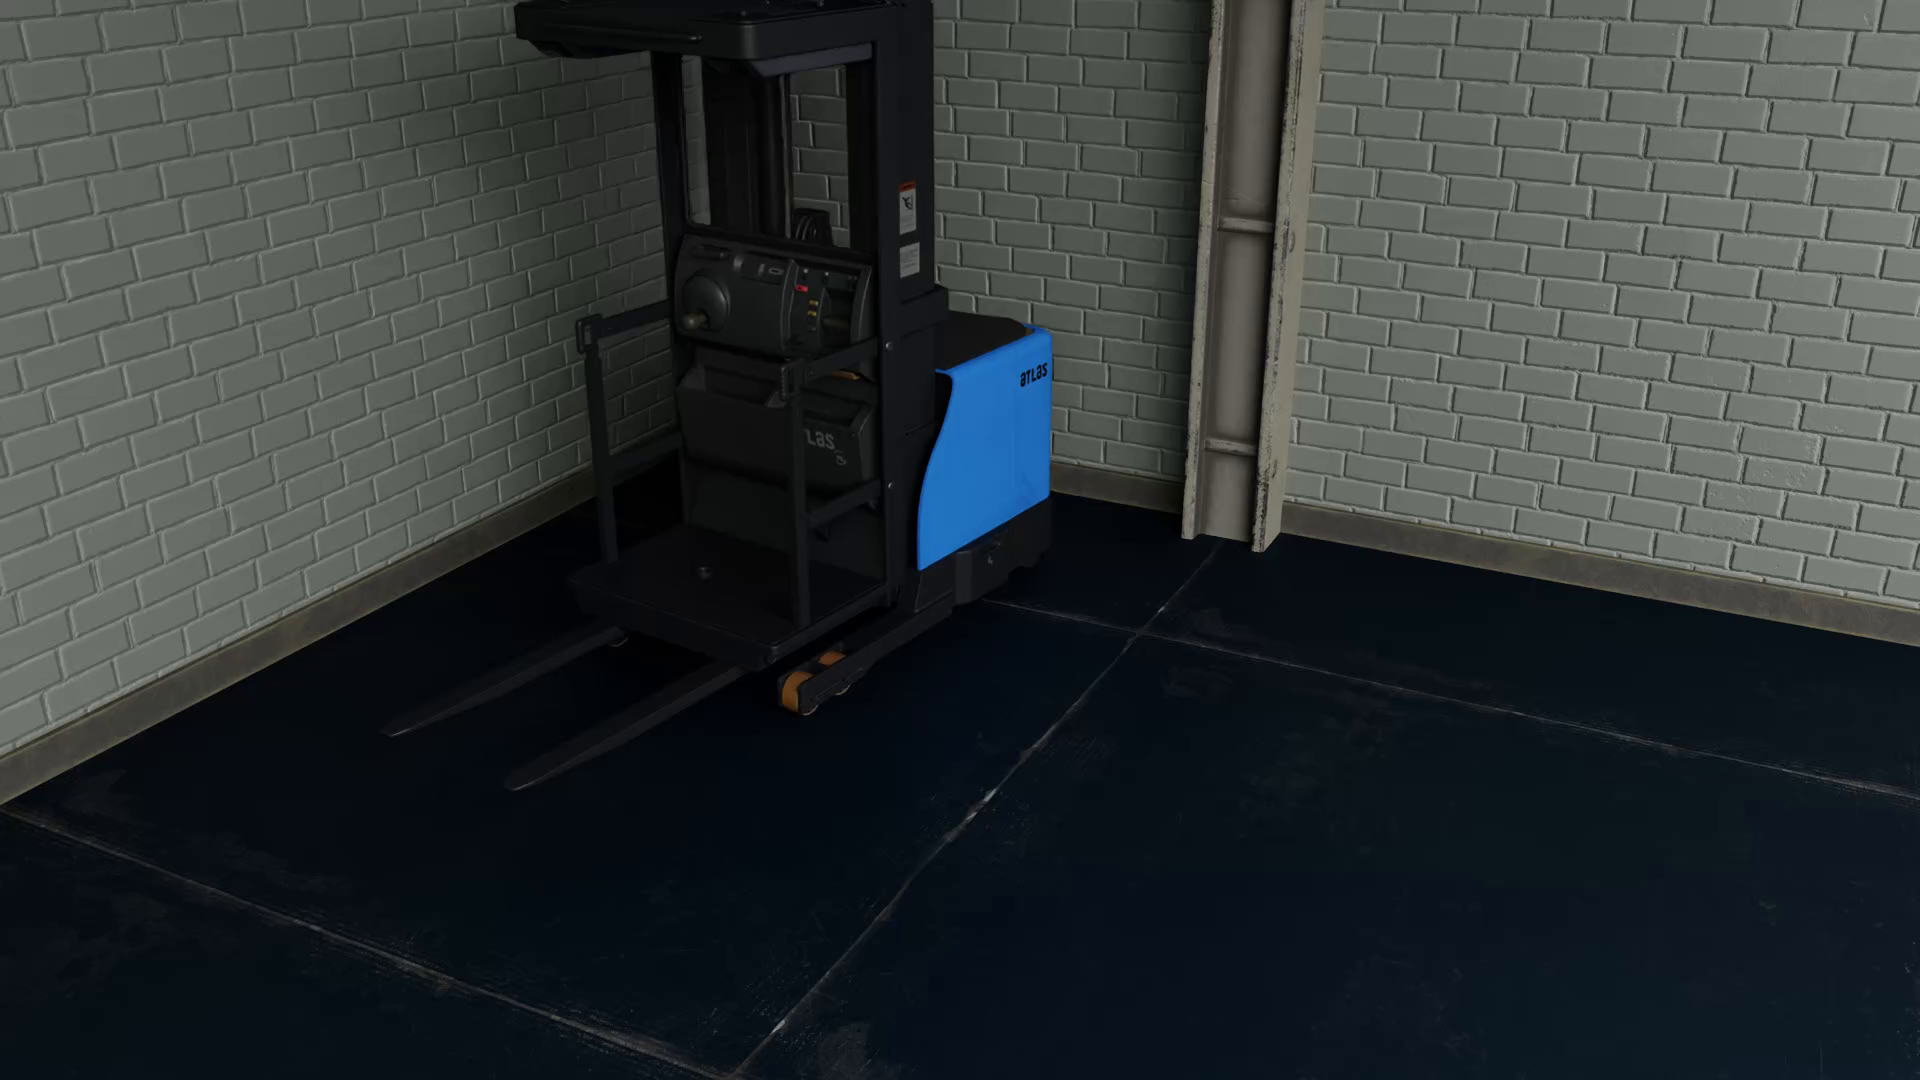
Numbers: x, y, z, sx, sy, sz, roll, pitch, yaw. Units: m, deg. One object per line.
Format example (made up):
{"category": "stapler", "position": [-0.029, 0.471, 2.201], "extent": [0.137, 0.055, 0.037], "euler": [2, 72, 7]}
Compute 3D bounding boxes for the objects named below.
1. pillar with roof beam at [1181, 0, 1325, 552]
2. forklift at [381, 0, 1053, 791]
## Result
{"category": "pillar with roof beam", "position": [-0.666, -2.668, 2.526], "extent": [0.400, 9.000, 9.100], "euler": [11, 25, 25]}
{"category": "forklift", "position": [-0.837, -0.907, 6.137], "extent": [1.130, 2.935, 3.031], "euler": [15, 27, 32]}
